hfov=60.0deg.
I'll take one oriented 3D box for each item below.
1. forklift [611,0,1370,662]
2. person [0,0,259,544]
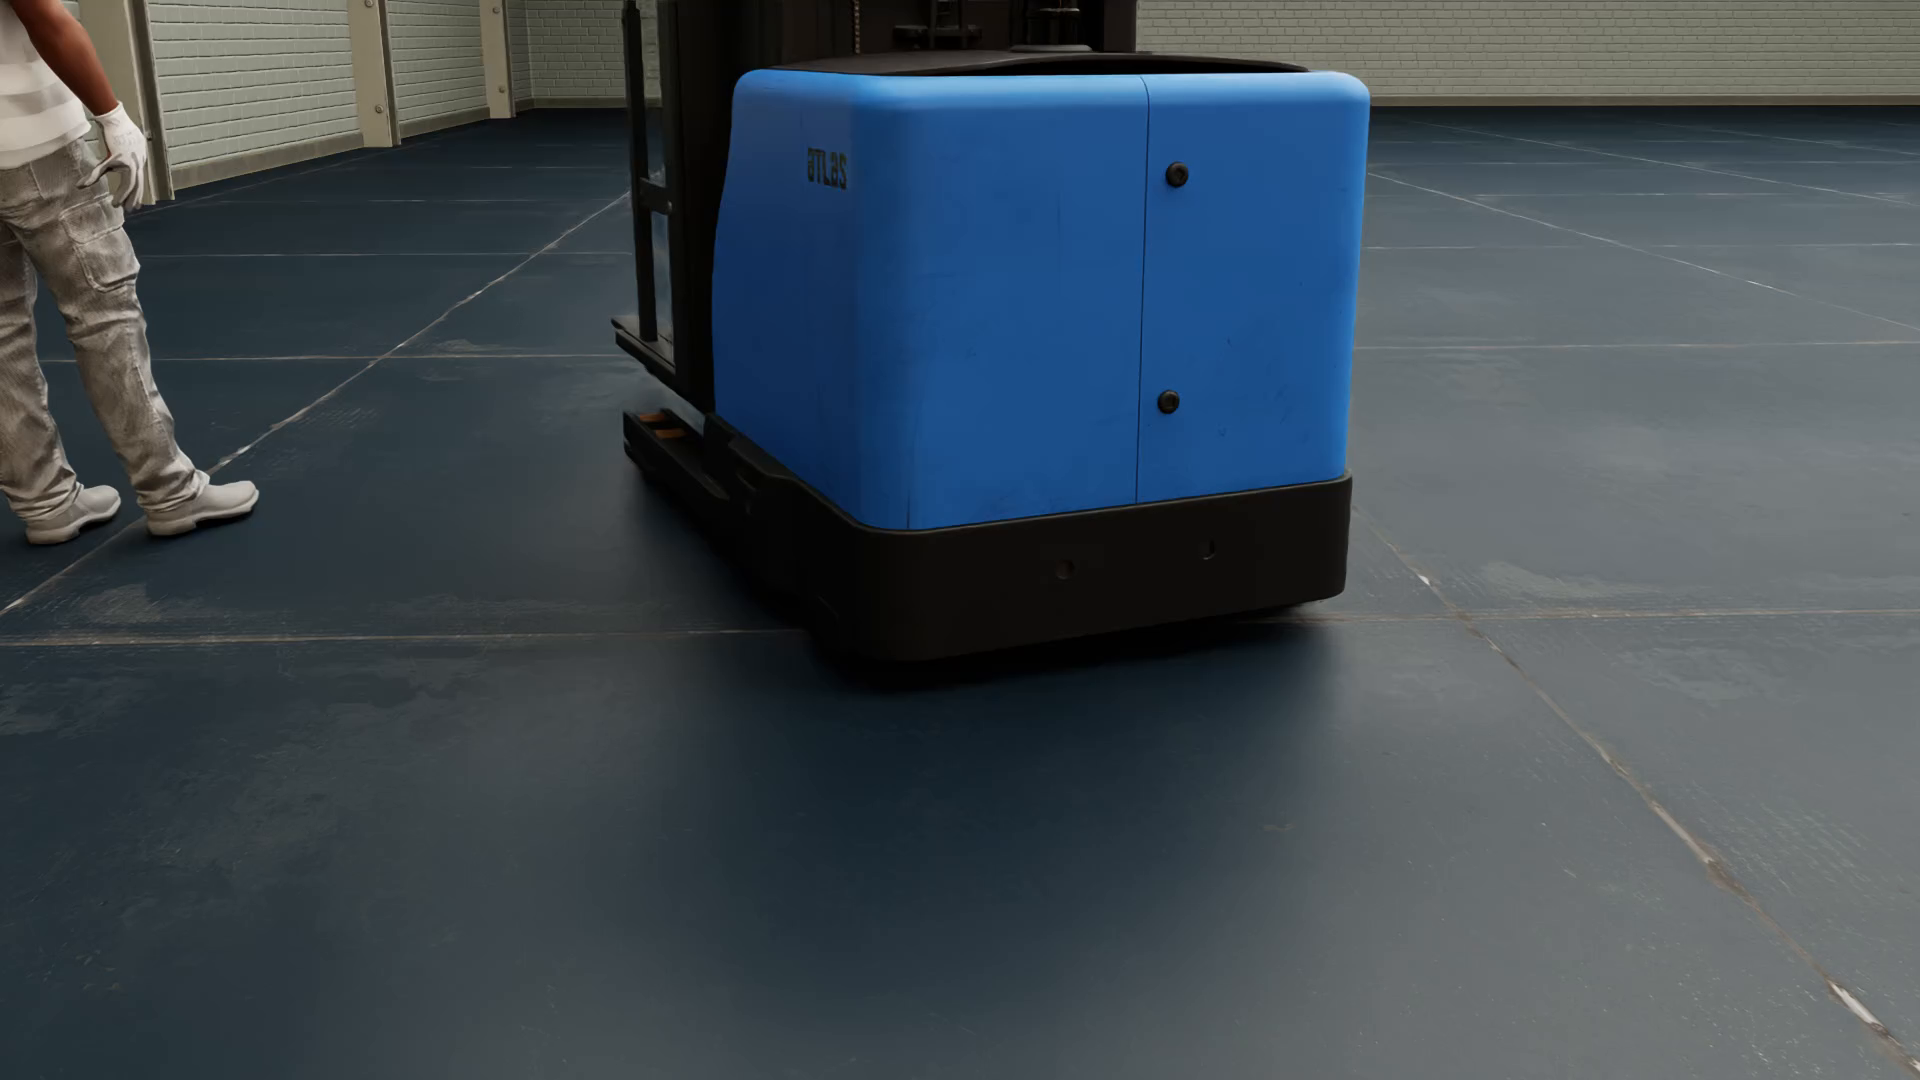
[{"bbox_3d":[-0.268,-1.573,4.050,1.130,2.935,3.031,-7,18,-22],"label":"forklift"},{"bbox_3d":[-2.098,-0.878,3.720,0.656,1.783,0.574,4,17,13],"label":"person"}]
